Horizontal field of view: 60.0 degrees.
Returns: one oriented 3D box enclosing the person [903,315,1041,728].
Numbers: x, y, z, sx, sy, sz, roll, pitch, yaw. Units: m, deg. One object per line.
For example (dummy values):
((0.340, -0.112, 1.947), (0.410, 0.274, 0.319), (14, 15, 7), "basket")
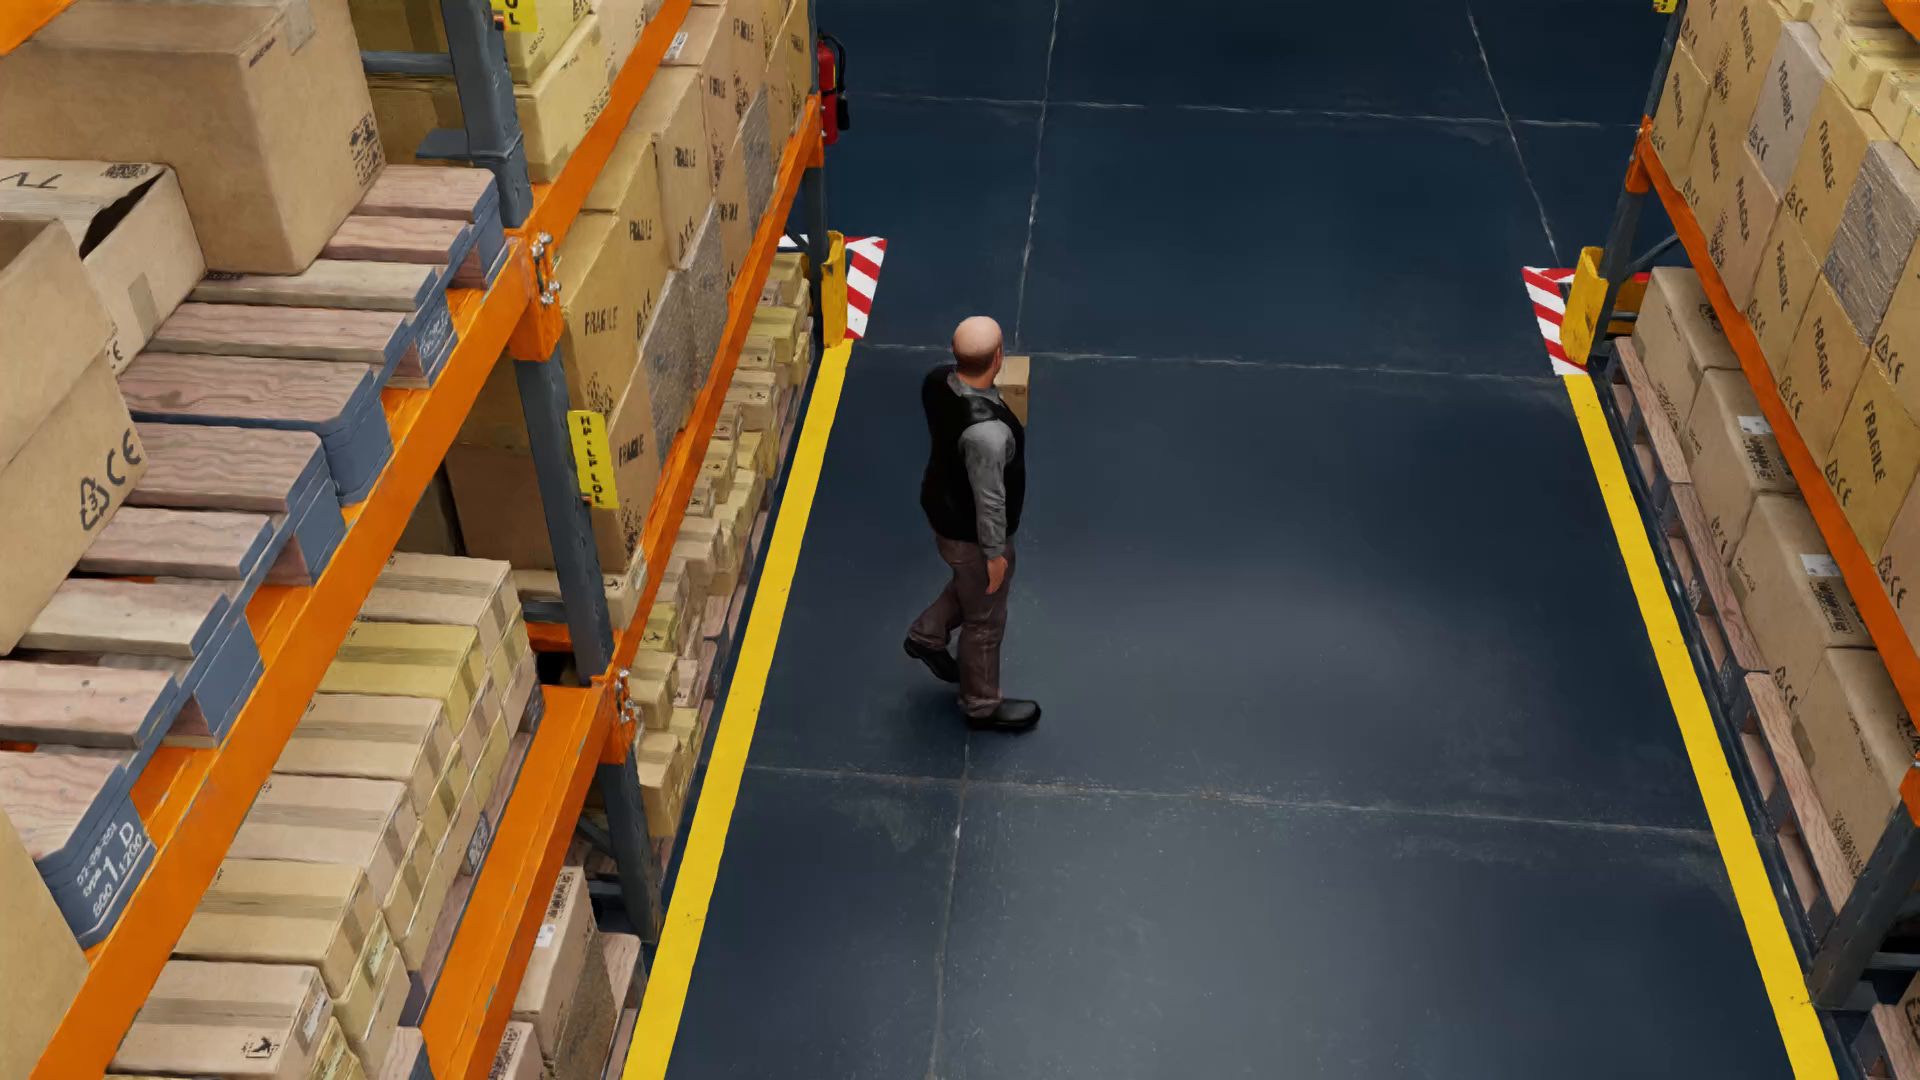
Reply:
((0.028, -0.058, 6.237), (0.486, 1.707, 0.603), (-11, 41, -13), "person")
